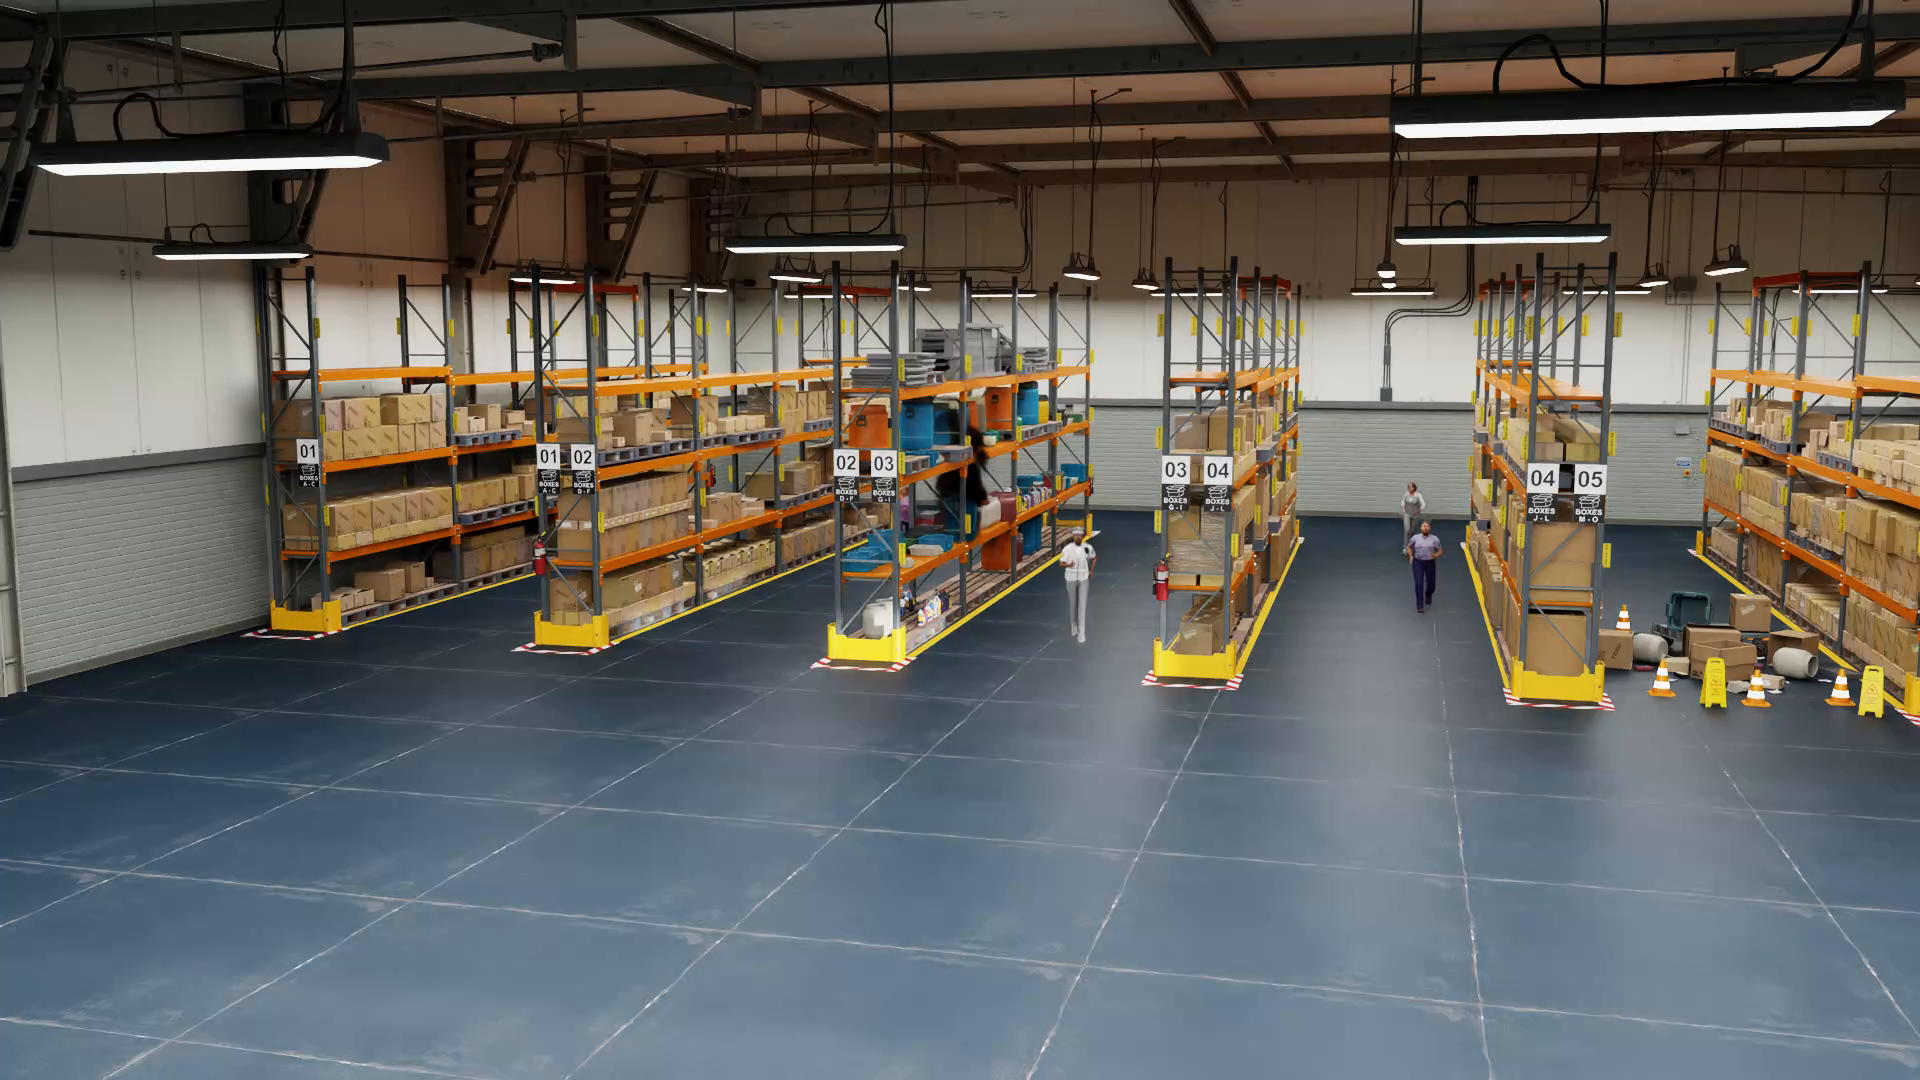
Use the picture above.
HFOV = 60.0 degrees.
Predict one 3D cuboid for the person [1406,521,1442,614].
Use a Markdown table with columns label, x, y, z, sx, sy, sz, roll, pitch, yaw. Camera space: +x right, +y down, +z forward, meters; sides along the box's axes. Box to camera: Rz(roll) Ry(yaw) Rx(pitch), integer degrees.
| label | x | y | z | sx | sy | sz | roll | pitch | yaw |
| --- | --- | --- | --- | --- | --- | --- | --- | --- | --- |
| person | 8.236 | 0.469 | 29.523 | 0.620 | 1.601 | 0.803 | 2 | 7 | 13 |

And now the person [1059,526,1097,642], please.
| label | x | y | z | sx | sy | sz | roll | pitch | yaw |
| --- | --- | --- | --- | --- | --- | --- | --- | --- | --- |
| person | 1.796 | 0.638 | 25.316 | 0.576 | 1.725 | 0.796 | 1 | 7 | 5 |

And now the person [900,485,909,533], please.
| label | x | y | z | sx | sy | sz | roll | pitch | yaw |
| --- | --- | --- | --- | --- | --- | --- | --- | --- | --- |
| person | -1.218 | -0.377 | 36.128 | 0.510 | 1.643 | 0.735 | 0 | 7 | 1 |

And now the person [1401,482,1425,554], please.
| label | x | y | z | sx | sy | sz | roll | pitch | yaw |
| --- | --- | --- | --- | --- | --- | --- | --- | --- | --- |
| person | 10.141 | -0.505 | 37.217 | 0.547 | 1.601 | 0.775 | 4 | 8 | 26 |
